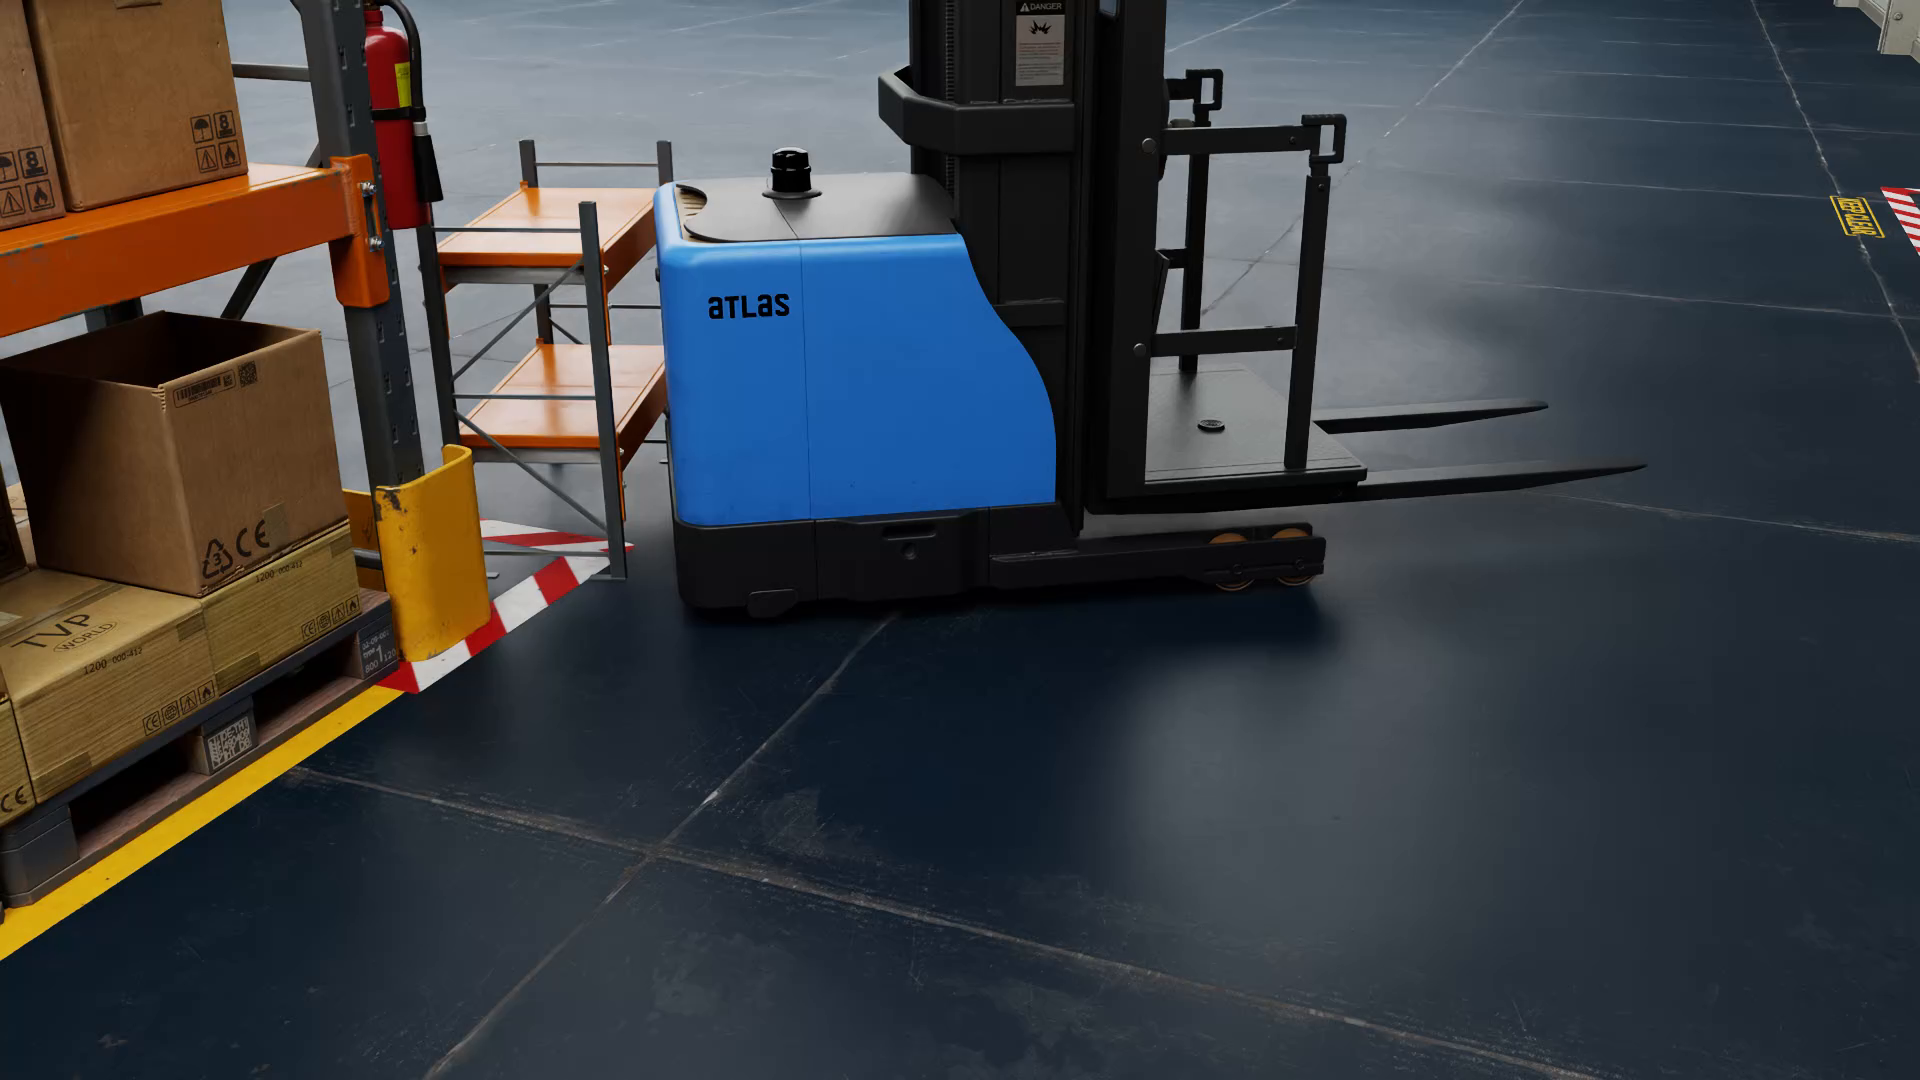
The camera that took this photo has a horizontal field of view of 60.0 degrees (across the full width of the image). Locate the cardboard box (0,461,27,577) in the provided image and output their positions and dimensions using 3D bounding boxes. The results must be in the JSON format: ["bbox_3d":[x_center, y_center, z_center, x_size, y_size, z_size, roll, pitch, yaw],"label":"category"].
[{"bbox_3d":[-2.514,-0.117,3.688,0.500,0.500,0.500,9,24,20],"label":"cardboard box"}]

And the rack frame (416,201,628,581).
[{"bbox_3d":[-1.246,-0.407,4.765,0.500,1.125,0.032,1,23,2],"label":"rack frame"}]

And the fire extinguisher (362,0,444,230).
[{"bbox_3d":[-1.449,-1.125,4.152,0.296,0.674,0.183,9,24,20],"label":"fire extinguisher"}]

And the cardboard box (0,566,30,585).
[{"bbox_3d":[-2.512,0.229,3.832,0.500,0.250,0.500,9,24,20],"label":"cardboard box"}]

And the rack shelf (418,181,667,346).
[{"bbox_3d":[-1.225,-0.873,5.121,0.538,0.278,1.000,1,23,2],"label":"rack shelf"}]

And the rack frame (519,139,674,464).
[{"bbox_3d":[-1.204,-0.799,5.702,0.500,1.125,0.032,1,23,2],"label":"rack frame"}]

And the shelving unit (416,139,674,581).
[{"bbox_3d":[-1.225,-0.603,5.234,0.538,1.125,1.048,1,23,2],"label":"shelving unit"}]

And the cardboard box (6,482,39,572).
[{"bbox_3d":[-2.330,0.050,4.261,0.500,0.250,0.500,9,24,20],"label":"cardboard box"}]

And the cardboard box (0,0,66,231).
[{"bbox_3d":[-2.300,-0.877,3.329,0.700,0.500,0.500,9,24,21],"label":"cardboard box"}]

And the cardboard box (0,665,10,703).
[{"bbox_3d":[-2.205,0.138,3.077,0.500,0.500,0.500,9,24,20],"label":"cardboard box"}]

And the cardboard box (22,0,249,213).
[{"bbox_3d":[-2.110,-1.066,3.780,0.700,0.500,0.500,9,24,20],"label":"cardboard box"}]

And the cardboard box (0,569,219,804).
[{"bbox_3d":[-2.024,0.305,3.651,0.500,0.250,0.500,9,24,20],"label":"cardboard box"}]

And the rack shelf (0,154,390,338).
[{"bbox_3d":[-2.667,-0.137,2.621,1.077,0.370,4.000,9,24,20],"label":"rack shelf"}]

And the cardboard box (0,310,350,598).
[{"bbox_3d":[-1.847,-0.222,3.938,0.500,0.500,0.500,9,24,20],"label":"cardboard box"}]

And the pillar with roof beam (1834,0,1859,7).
[{"bbox_3d":[8.137,-12.076,22.485,9.100,9.000,0.400,9,24,20],"label":"pillar with roof beam"}]

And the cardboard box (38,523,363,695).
[{"bbox_3d":[-1.849,0.124,4.084,0.500,0.250,0.500,9,24,20],"label":"cardboard box"}]

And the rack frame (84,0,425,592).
[{"bbox_3d":[-1.924,-1.185,4.195,1.000,3.000,0.127,9,24,20],"label":"rack frame"}]

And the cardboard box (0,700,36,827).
[{"bbox_3d":[-2.208,0.484,3.222,0.500,0.250,0.500,9,24,20],"label":"cardboard box"}]

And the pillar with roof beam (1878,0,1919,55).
[{"bbox_3d":[5.909,-9.929,17.345,9.100,9.000,0.400,9,24,20],"label":"pillar with roof beam"}]

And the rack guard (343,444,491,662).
[{"bbox_3d":[-1.915,-0.040,4.698,1.175,0.500,0.348,9,24,20],"label":"rack guard"}]

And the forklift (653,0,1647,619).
[{"bbox_3d":[0.617,-1.398,4.795,3.031,2.935,1.130,-4,23,-10],"label":"forklift"}]

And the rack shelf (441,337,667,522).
[{"bbox_3d":[-1.225,-0.377,5.328,0.538,0.278,1.000,1,23,2],"label":"rack shelf"}]

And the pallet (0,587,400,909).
[{"bbox_3d":[-2.170,0.381,4.063,1.003,0.211,1.213,9,24,20],"label":"pallet"}]

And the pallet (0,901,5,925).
[{"bbox_3d":[-2.624,0.816,3.022,1.003,0.211,1.213,9,24,20],"label":"pallet"}]
